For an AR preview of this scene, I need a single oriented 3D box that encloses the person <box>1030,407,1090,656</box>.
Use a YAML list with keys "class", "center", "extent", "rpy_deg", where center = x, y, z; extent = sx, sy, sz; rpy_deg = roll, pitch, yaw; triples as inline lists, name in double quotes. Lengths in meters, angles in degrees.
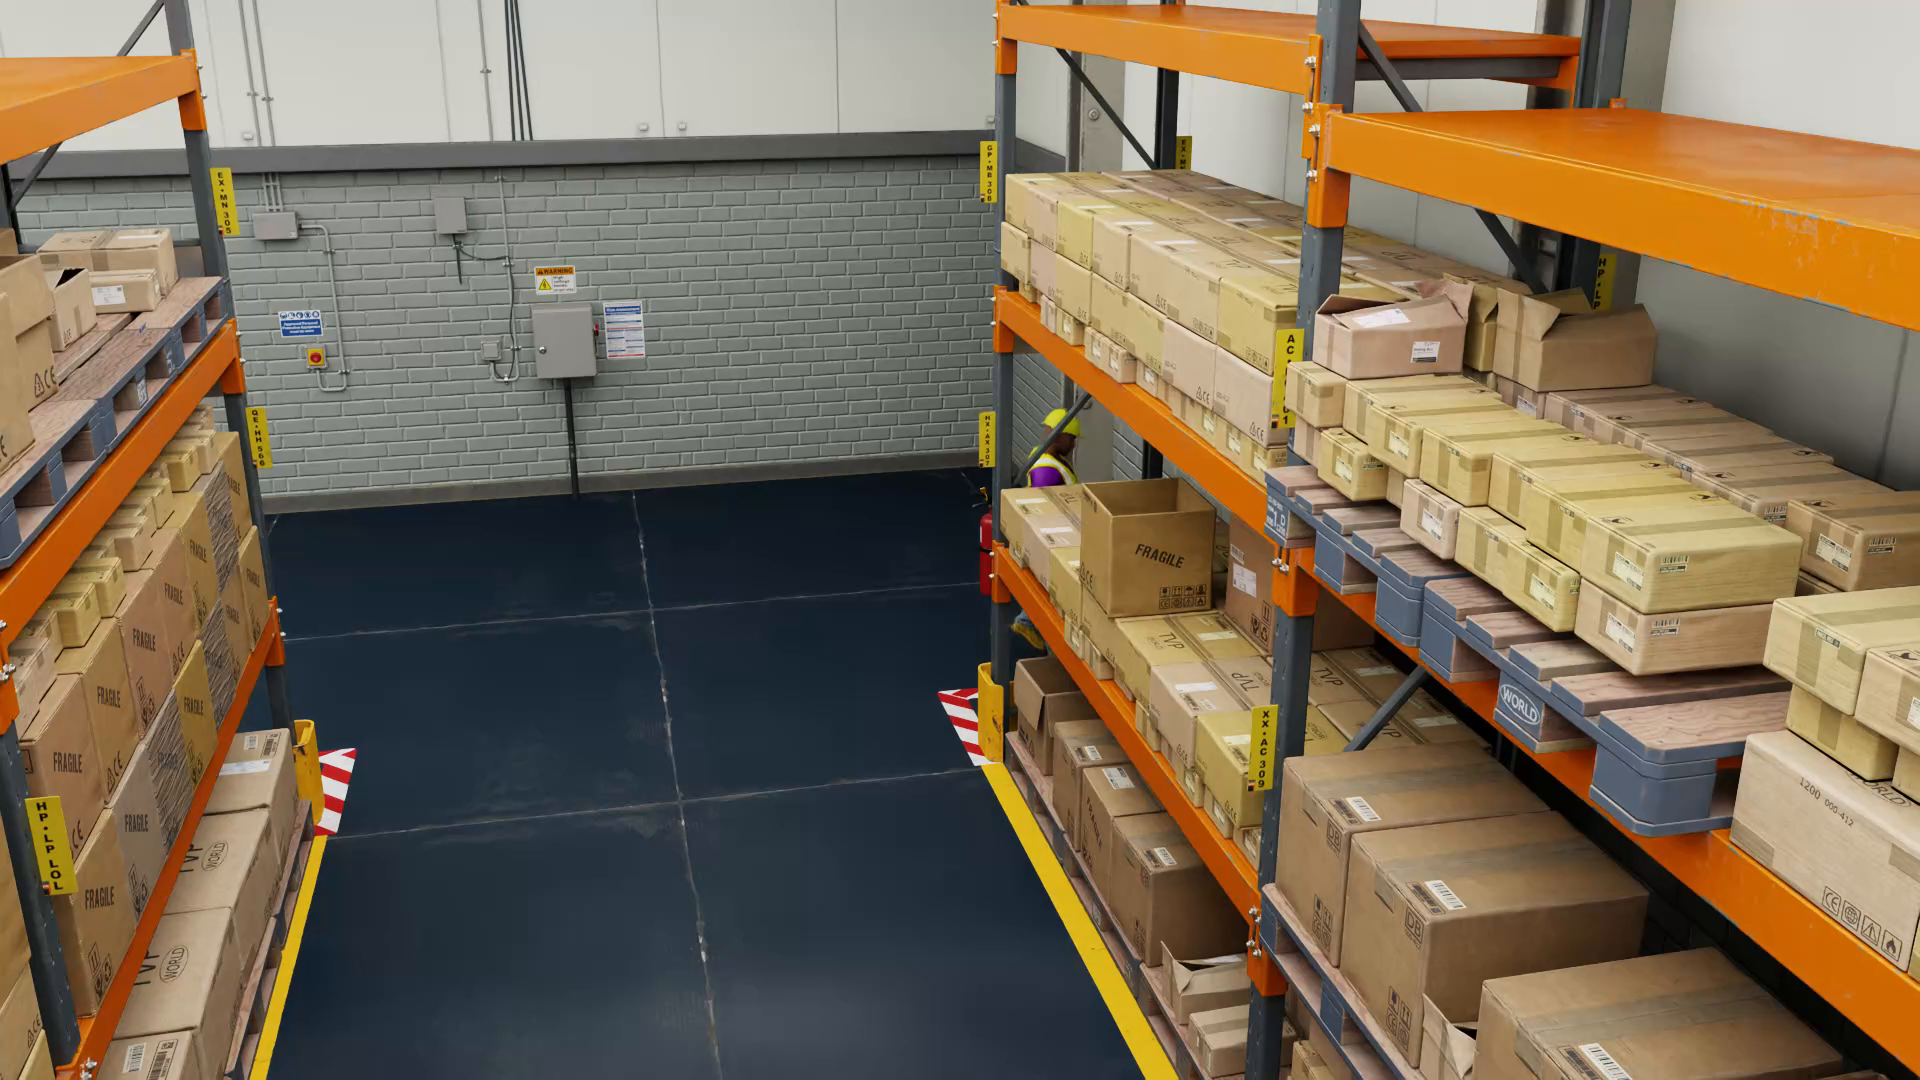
- class: "person"
  center: [0.678, 0.004, 11.008]
  extent: [0.424, 1.793, 0.699]
  rpy_deg: [0, 19, 0]
